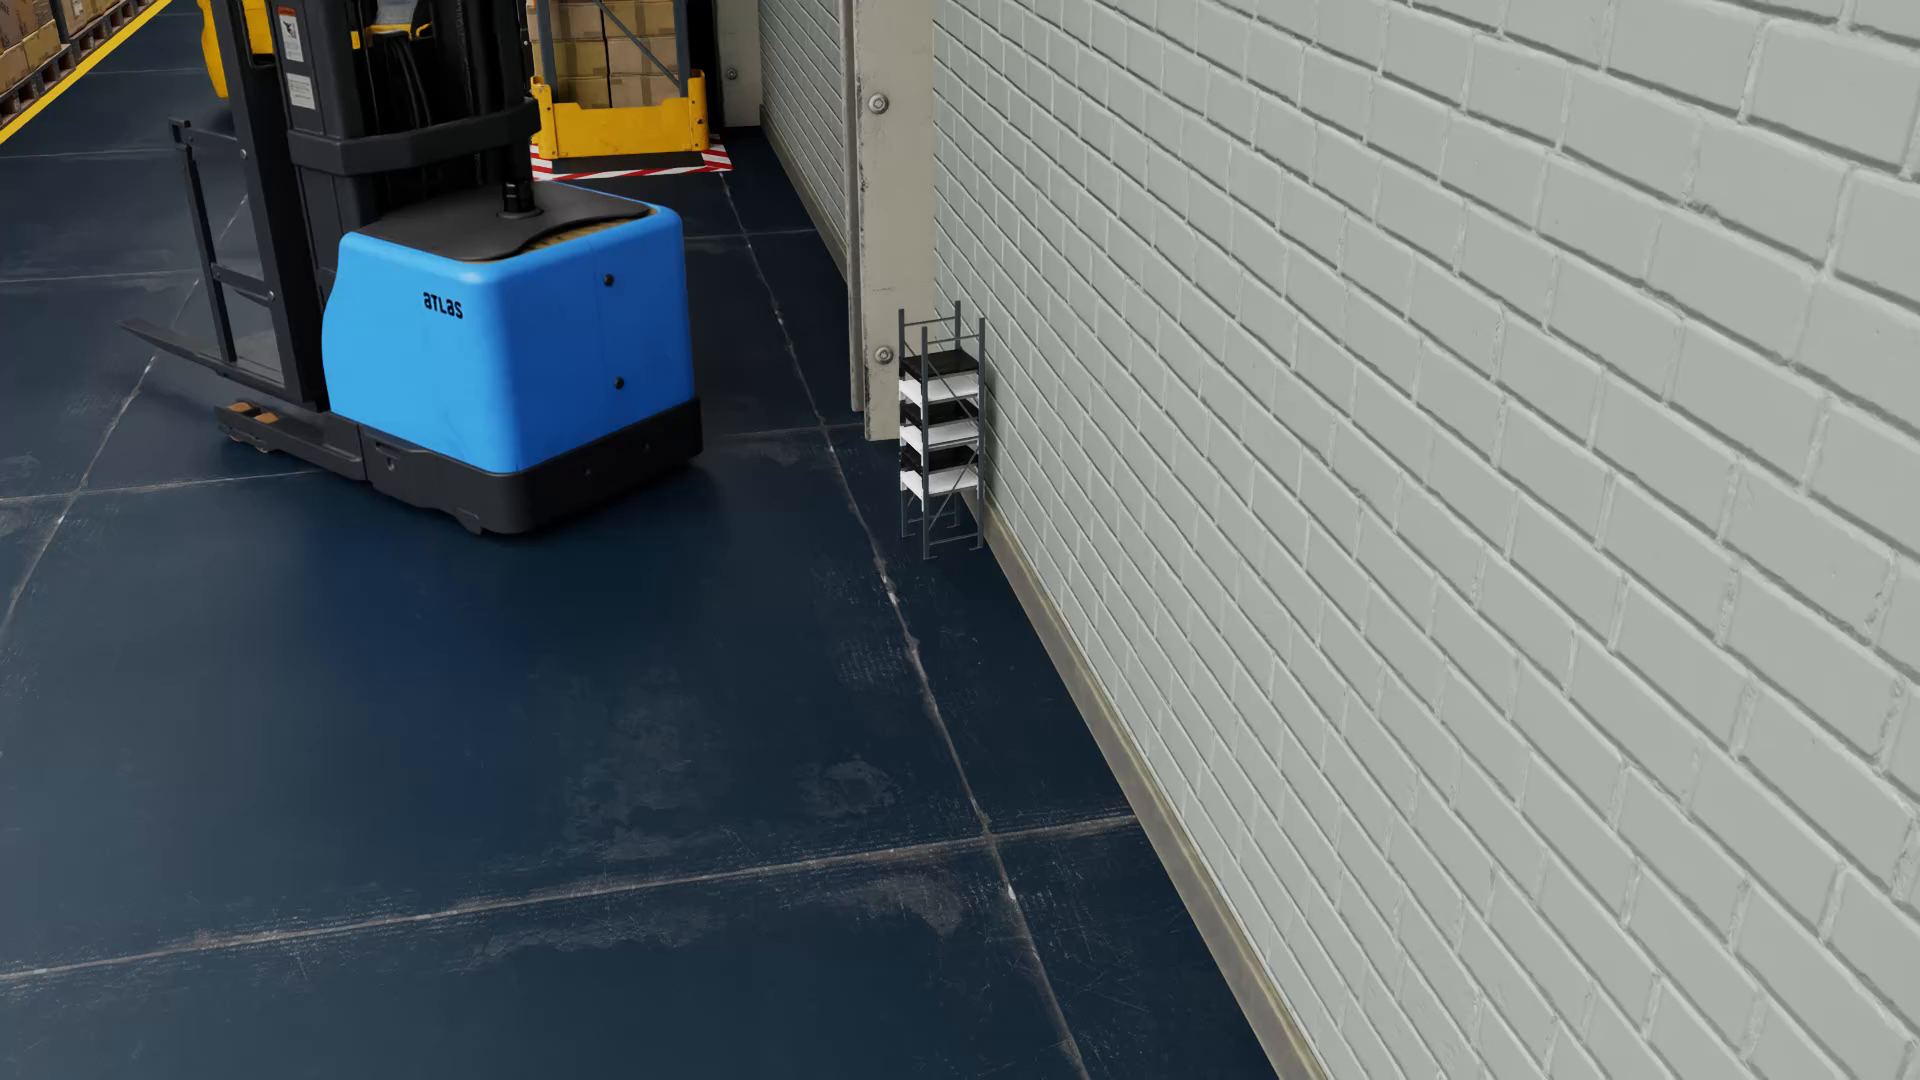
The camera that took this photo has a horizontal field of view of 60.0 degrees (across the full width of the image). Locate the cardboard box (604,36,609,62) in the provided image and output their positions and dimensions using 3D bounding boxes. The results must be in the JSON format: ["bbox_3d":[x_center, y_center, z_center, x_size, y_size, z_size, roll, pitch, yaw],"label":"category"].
[{"bbox_3d":[-2.392,-3.730,12.342,0.500,0.250,0.500,-6,27,-12],"label":"cardboard box"}]

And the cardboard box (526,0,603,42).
[{"bbox_3d":[-2.772,-3.677,11.683,0.500,0.250,0.500,-5,27,-10],"label":"cardboard box"}]

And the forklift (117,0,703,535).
[{"bbox_3d":[-2.538,-1.844,6.650,3.031,2.935,1.130,19,32,32],"label":"forklift"}]

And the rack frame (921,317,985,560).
[{"bbox_3d":[-0.023,-0.350,5.946,0.240,0.900,0.006,-12,29,-22],"label":"rack frame"}]

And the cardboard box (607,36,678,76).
[{"bbox_3d":[-2.268,-3.511,11.908,0.500,0.250,0.500,-5,27,-11],"label":"cardboard box"}]

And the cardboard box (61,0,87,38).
[{"bbox_3d":[-8.221,-4.595,14.476,0.950,0.372,0.625,-6,27,-11],"label":"cardboard box"}]

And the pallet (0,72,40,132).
[{"bbox_3d":[-7.637,-3.278,12.511,1.003,0.211,1.213,-6,27,-12],"label":"pallet"}]

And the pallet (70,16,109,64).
[{"bbox_3d":[-8.278,-4.448,14.828,1.003,0.211,1.213,-6,27,-12],"label":"pallet"}]

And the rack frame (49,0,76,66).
[{"bbox_3d":[-8.101,-5.351,13.522,1.000,3.000,0.127,-6,27,-12],"label":"rack frame"}]

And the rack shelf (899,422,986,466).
[{"bbox_3d":[-0.065,-0.362,6.043,0.258,0.077,0.200,-12,29,-22],"label":"rack shelf"}]

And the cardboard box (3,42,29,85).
[{"bbox_3d":[-7.466,-3.622,12.683,0.500,0.250,0.500,-6,27,-11],"label":"cardboard box"}]

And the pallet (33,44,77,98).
[{"bbox_3d":[-7.915,-3.815,13.574,1.003,0.211,1.213,-6,27,-12],"label":"pallet"}]

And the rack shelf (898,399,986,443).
[{"bbox_3d":[-0.065,-0.443,6.002,0.258,0.077,0.200,-12,29,-22],"label":"rack shelf"}]

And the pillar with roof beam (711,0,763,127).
[{"bbox_3d":[-5.837,-6.739,9.614,9.100,9.000,0.400,-6,27,-12],"label":"pillar with roof beam"}]

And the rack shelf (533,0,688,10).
[{"bbox_3d":[-2.815,-4.657,12.947,1.077,0.370,4.000,-6,27,-12],"label":"rack shelf"}]

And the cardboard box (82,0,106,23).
[{"bbox_3d":[-8.387,-4.911,15.100,0.950,0.372,0.625,-4,27,-8],"label":"cardboard box"}]

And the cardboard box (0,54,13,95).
[{"bbox_3d":[-7.355,-3.400,12.243,0.500,0.250,0.500,-4,27,-8],"label":"cardboard box"}]

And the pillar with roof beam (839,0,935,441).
[{"bbox_3d":[-4.485,-4.105,4.396,9.100,9.000,0.400,-6,27,-12],"label":"pillar with roof beam"}]

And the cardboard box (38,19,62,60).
[{"bbox_3d":[-7.706,-4.079,13.587,0.500,0.250,0.500,-5,27,-9],"label":"cardboard box"}]

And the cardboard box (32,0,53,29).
[{"bbox_3d":[-7.706,-4.413,13.418,0.500,0.500,0.500,-6,27,-12],"label":"cardboard box"}]

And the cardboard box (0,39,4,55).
[{"bbox_3d":[-7.345,-3.732,12.069,0.500,0.500,0.500,-5,27,-11],"label":"cardboard box"}]

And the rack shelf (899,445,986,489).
[{"bbox_3d":[-0.065,-0.282,6.084,0.258,0.077,0.200,-12,29,-22],"label":"rack shelf"}]

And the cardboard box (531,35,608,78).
[{"bbox_3d":[-2.779,-3.466,11.818,0.500,0.250,0.500,-6,27,-12],"label":"cardboard box"}]

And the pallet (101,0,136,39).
[{"bbox_3d":[-8.556,-4.984,15.891,1.003,0.211,1.213,-6,27,-12],"label":"pallet"}]

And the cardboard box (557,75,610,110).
[{"bbox_3d":[-2.778,-3.235,11.915,0.500,0.250,0.500,-6,27,-11],"label":"cardboard box"}]

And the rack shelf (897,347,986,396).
[{"bbox_3d":[-0.065,-0.603,5.921,0.258,0.077,0.200,-12,29,-22],"label":"rack shelf"}]

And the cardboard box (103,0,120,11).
[{"bbox_3d":[-8.545,-5.216,15.705,0.950,0.372,0.625,-5,27,-10],"label":"cardboard box"}]

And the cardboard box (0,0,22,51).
[{"bbox_3d":[-7.474,-3.966,12.532,0.500,0.500,0.500,-5,27,-9],"label":"cardboard box"}]

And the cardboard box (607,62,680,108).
[{"bbox_3d":[-2.284,-3.296,12.037,0.500,0.250,0.500,-6,27,-11],"label":"cardboard box"}]

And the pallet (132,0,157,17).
[{"bbox_3d":[-8.828,-5.519,16.950,1.003,0.211,1.213,-6,27,-12],"label":"pallet"}]

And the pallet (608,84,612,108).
[{"bbox_3d":[-2.577,-3.187,12.330,1.003,0.211,1.213,-6,27,-12],"label":"pallet"}]

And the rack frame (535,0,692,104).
[{"bbox_3d":[-2.364,-4.101,11.045,1.000,3.000,0.127,-6,27,-12],"label":"rack frame"}]

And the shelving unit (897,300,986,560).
[{"bbox_3d":[-0.065,-0.392,6.028,0.258,0.900,0.210,-12,29,-22],"label":"shelving unit"}]

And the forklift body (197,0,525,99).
[{"bbox_3d":[-4.569,-4.369,12.519,2.313,2.155,1.214,-6,27,-12],"label":"forklift body"}]

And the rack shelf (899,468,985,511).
[{"bbox_3d":[-0.065,-0.202,6.124,0.258,0.077,0.200,-12,29,-22],"label":"rack shelf"}]

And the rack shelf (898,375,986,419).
[{"bbox_3d":[-0.065,-0.523,5.962,0.258,0.077,0.200,-12,29,-22],"label":"rack shelf"}]

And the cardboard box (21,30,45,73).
[{"bbox_3d":[-7.576,-3.846,13.126,0.500,0.250,0.500,-7,28,-13],"label":"cardboard box"}]

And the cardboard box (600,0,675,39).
[{"bbox_3d":[-2.288,-3.737,11.801,0.500,0.250,0.500,-6,27,-12],"label":"cardboard box"}]

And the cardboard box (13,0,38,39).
[{"bbox_3d":[-7.590,-4.190,12.976,0.500,0.500,0.500,-5,27,-11],"label":"cardboard box"}]

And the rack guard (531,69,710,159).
[{"bbox_3d":[-2.359,-2.974,11.588,1.175,0.500,0.348,-6,27,-12],"label":"rack guard"}]

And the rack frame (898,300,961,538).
[{"bbox_3d":[-0.108,-0.434,6.110,0.240,0.900,0.006,-12,29,-22],"label":"rack frame"}]
